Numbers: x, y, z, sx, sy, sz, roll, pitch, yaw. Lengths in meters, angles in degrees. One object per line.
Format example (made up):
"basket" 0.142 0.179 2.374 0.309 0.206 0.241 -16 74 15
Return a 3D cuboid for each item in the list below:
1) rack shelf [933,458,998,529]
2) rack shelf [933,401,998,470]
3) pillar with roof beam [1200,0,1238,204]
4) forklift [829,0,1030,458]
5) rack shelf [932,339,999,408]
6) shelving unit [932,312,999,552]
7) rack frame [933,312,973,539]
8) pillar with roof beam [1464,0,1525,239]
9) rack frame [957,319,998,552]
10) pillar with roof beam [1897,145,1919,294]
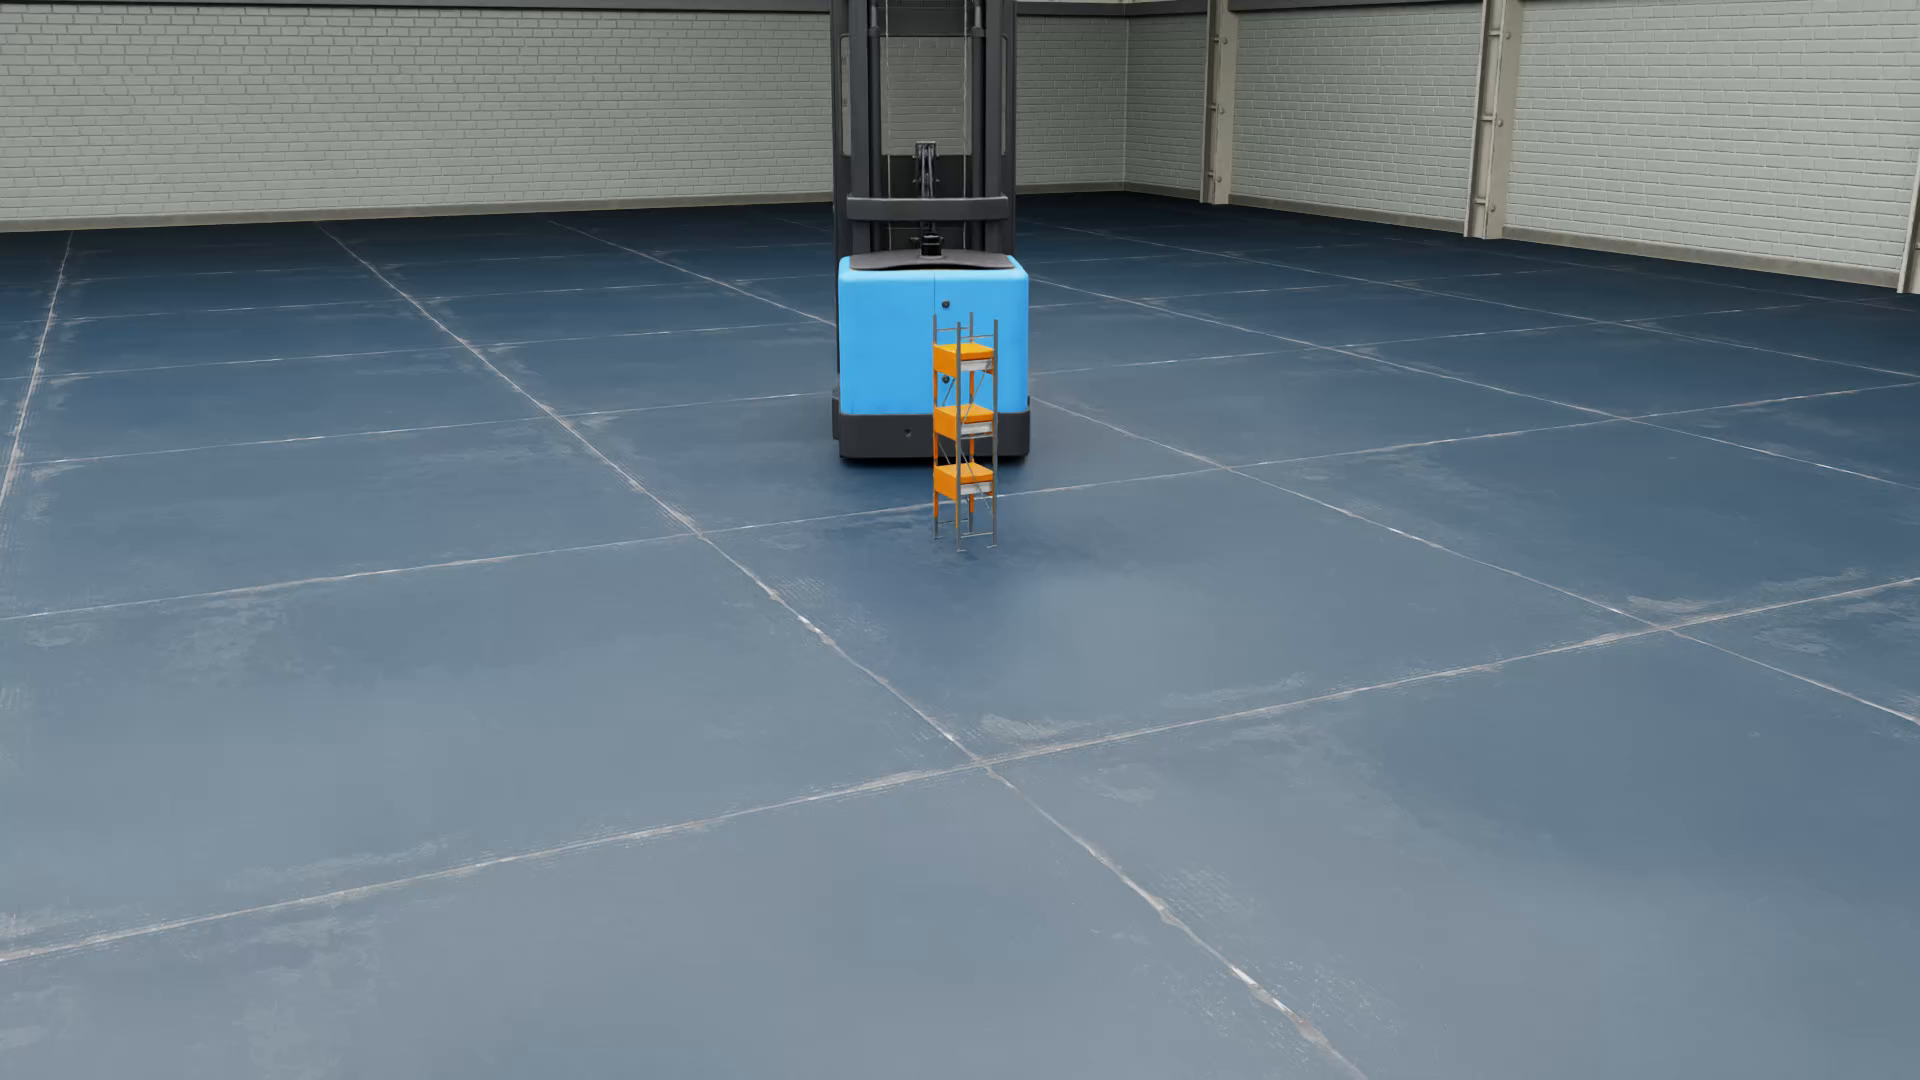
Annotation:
"rack shelf" 0.023 -0.214 7.639 0.215 0.259 0.240 -8 18 -25
"rack shelf" 0.023 -0.481 7.563 0.215 0.259 0.240 -8 18 -25
"pillar with roof beam" 0.171 -9.150 23.321 9.100 9.000 0.400 -8 18 -25
"forklift" -0.228 -2.208 10.131 1.130 2.935 3.031 -1 16 -3
"rack shelf" 0.023 -0.754 7.484 0.215 0.259 0.240 -8 18 -25
"shelving unit" 0.023 -0.491 7.560 0.215 1.050 0.252 -8 18 -25
"rack frame" -0.030 -0.522 7.665 0.200 1.050 0.008 -8 18 -25
"pillar with roof beam" 2.800 -7.662 18.137 9.100 9.000 0.400 -8 18 -25
"rack frame" 0.077 -0.461 7.454 0.200 1.050 0.008 -8 18 -25
"pillar with roof beam" 5.428 -6.174 12.952 9.100 9.000 0.400 -8 18 -25
